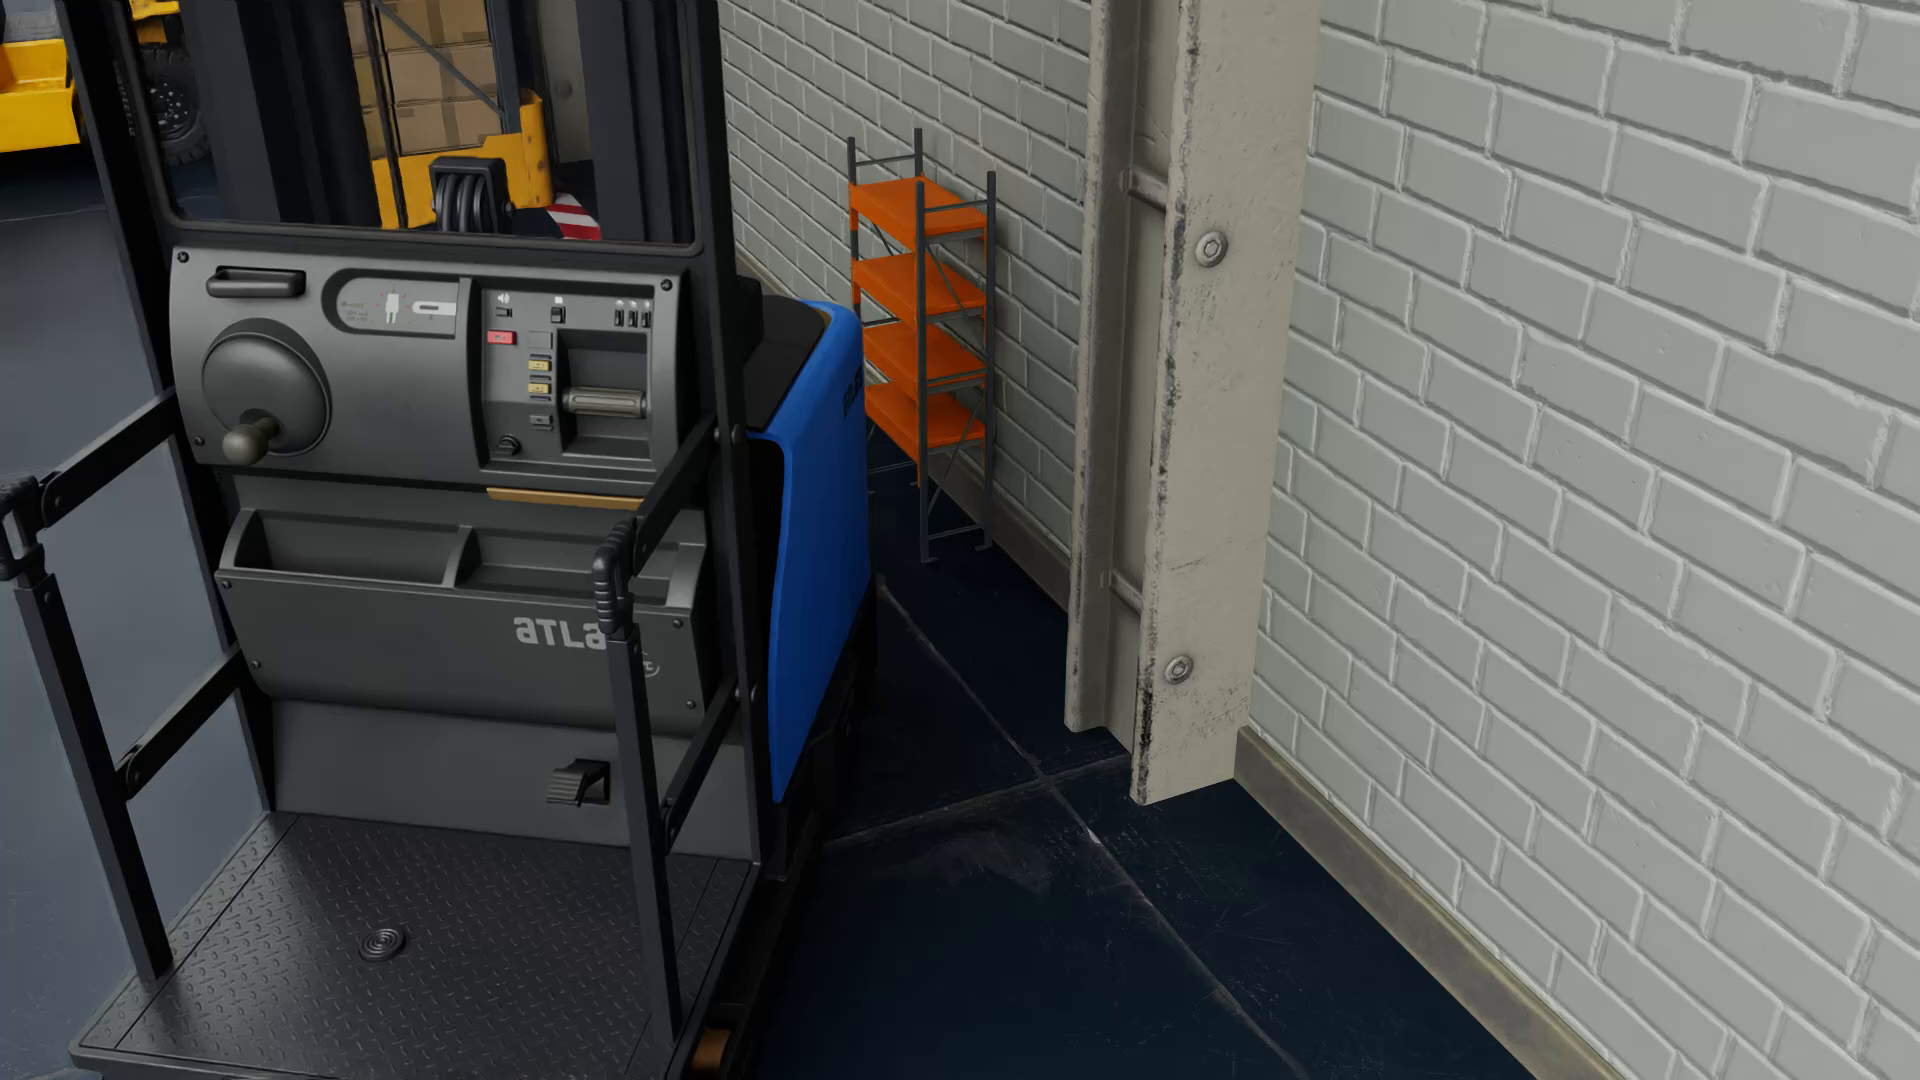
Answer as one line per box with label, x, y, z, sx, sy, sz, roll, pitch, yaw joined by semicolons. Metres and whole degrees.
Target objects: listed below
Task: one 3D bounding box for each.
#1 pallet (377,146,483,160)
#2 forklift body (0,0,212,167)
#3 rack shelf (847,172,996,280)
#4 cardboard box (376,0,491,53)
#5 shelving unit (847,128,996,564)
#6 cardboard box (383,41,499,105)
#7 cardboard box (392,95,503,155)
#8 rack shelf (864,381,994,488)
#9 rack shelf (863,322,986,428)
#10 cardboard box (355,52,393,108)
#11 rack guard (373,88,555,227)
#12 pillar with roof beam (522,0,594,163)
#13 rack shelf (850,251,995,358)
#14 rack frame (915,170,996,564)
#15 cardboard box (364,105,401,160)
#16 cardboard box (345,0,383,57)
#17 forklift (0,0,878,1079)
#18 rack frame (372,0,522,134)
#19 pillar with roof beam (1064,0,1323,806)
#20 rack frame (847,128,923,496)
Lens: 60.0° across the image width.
pallet;-2.961;-2.040;8.672;1.003;0.211;1.213;-13;32;-22
forklift body;-5.056;-3.012;8.422;2.313;2.155;1.214;-13;32;-22
rack shelf;-0.118;-0.928;4.874;0.258;0.148;0.480;-13;32;-22
cardboard box;-2.630;-2.599;8.179;0.500;0.250;0.500;-14;32;-23
shelving unit;-0.118;-0.585;5.066;0.258;1.200;0.503;-13;32;-22
cardboard box;-2.609;-2.381;8.299;0.500;0.250;0.500;-12;32;-21
cardboard box;-2.629;-2.169;8.434;0.500;0.250;0.500;-13;32;-22
rack shelf;-0.117;-0.353;5.196;0.258;0.148;0.480;-13;32;-22
rack shelf;-0.118;-0.526;5.099;0.258;0.148;0.480;-13;32;-22
cardboard box;-3.086;-2.279;8.118;0.500;0.250;0.500;-14;32;-23
rack guard;-2.584;-1.827;7.996;1.175;0.500;0.348;-13;32;-22
pillar with roof beam;-5.968;-5.137;5.210;9.100;9.000;0.400;-13;32;-22
rack shelf;-0.118;-0.721;4.990;0.258;0.148;0.480;-13;32;-22
rack frame;-0.011;-0.478;4.875;0.240;1.200;0.015;-13;32;-22
cardboard box;-3.082;-2.053;8.225;0.500;0.250;0.500;-13;32;-22
cardboard box;-3.074;-2.485;7.975;0.500;0.250;0.500;-12;31;-20
forklift;-0.965;-0.257;2.711;1.130;2.935;3.031;4;30;8
rack frame;-2.595;-2.927;7.404;1.000;3.000;0.127;-13;32;-22
pillar with roof beam;-3.392;-2.487;0.484;9.100;9.000;0.400;-13;32;-22
rack frame;-0.224;-0.692;5.258;0.240;1.200;0.015;-13;32;-22
